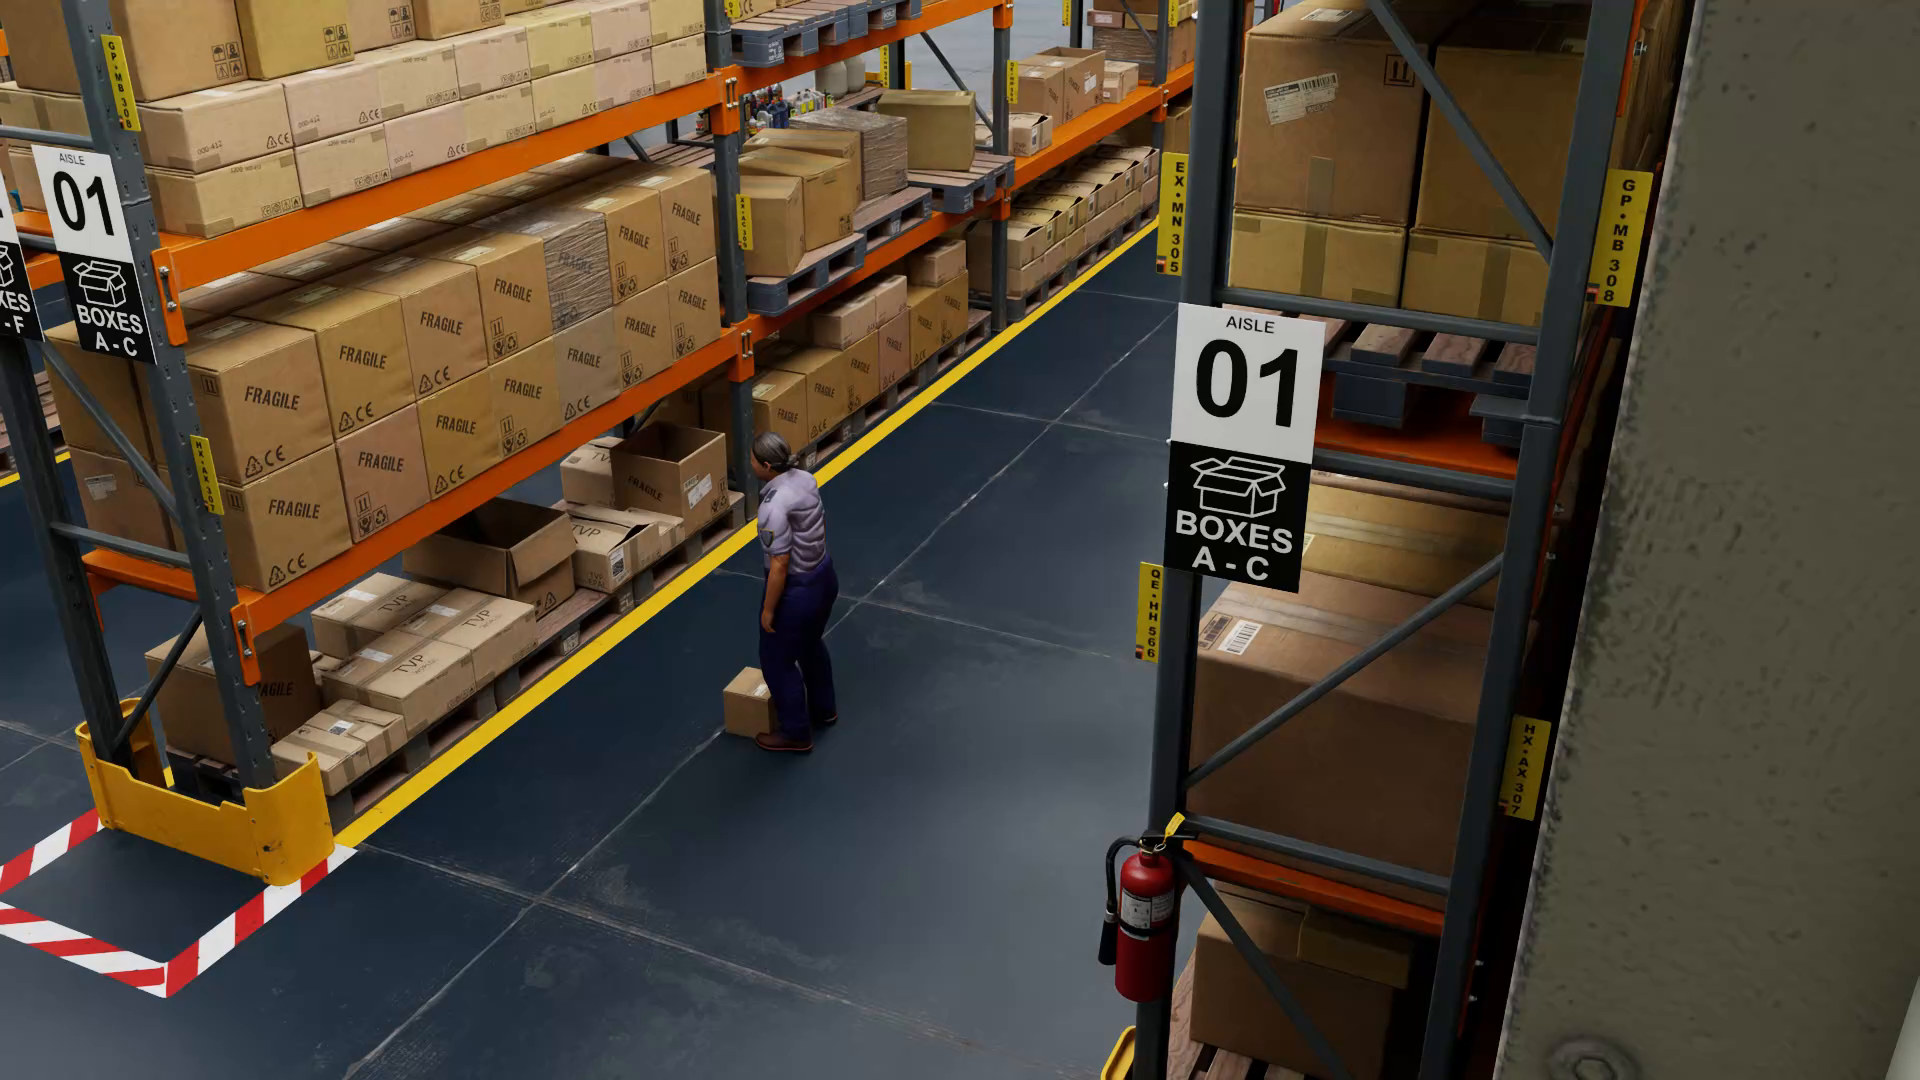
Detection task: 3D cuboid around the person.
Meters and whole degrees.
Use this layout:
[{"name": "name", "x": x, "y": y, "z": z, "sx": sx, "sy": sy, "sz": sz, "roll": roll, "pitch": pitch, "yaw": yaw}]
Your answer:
[{"name": "person", "x": -0.796, "y": 0.239, "z": 8.006, "sx": 0.369, "sy": 1.650, "sz": 0.556, "roll": 10, "pitch": 28, "yaw": 19}]
